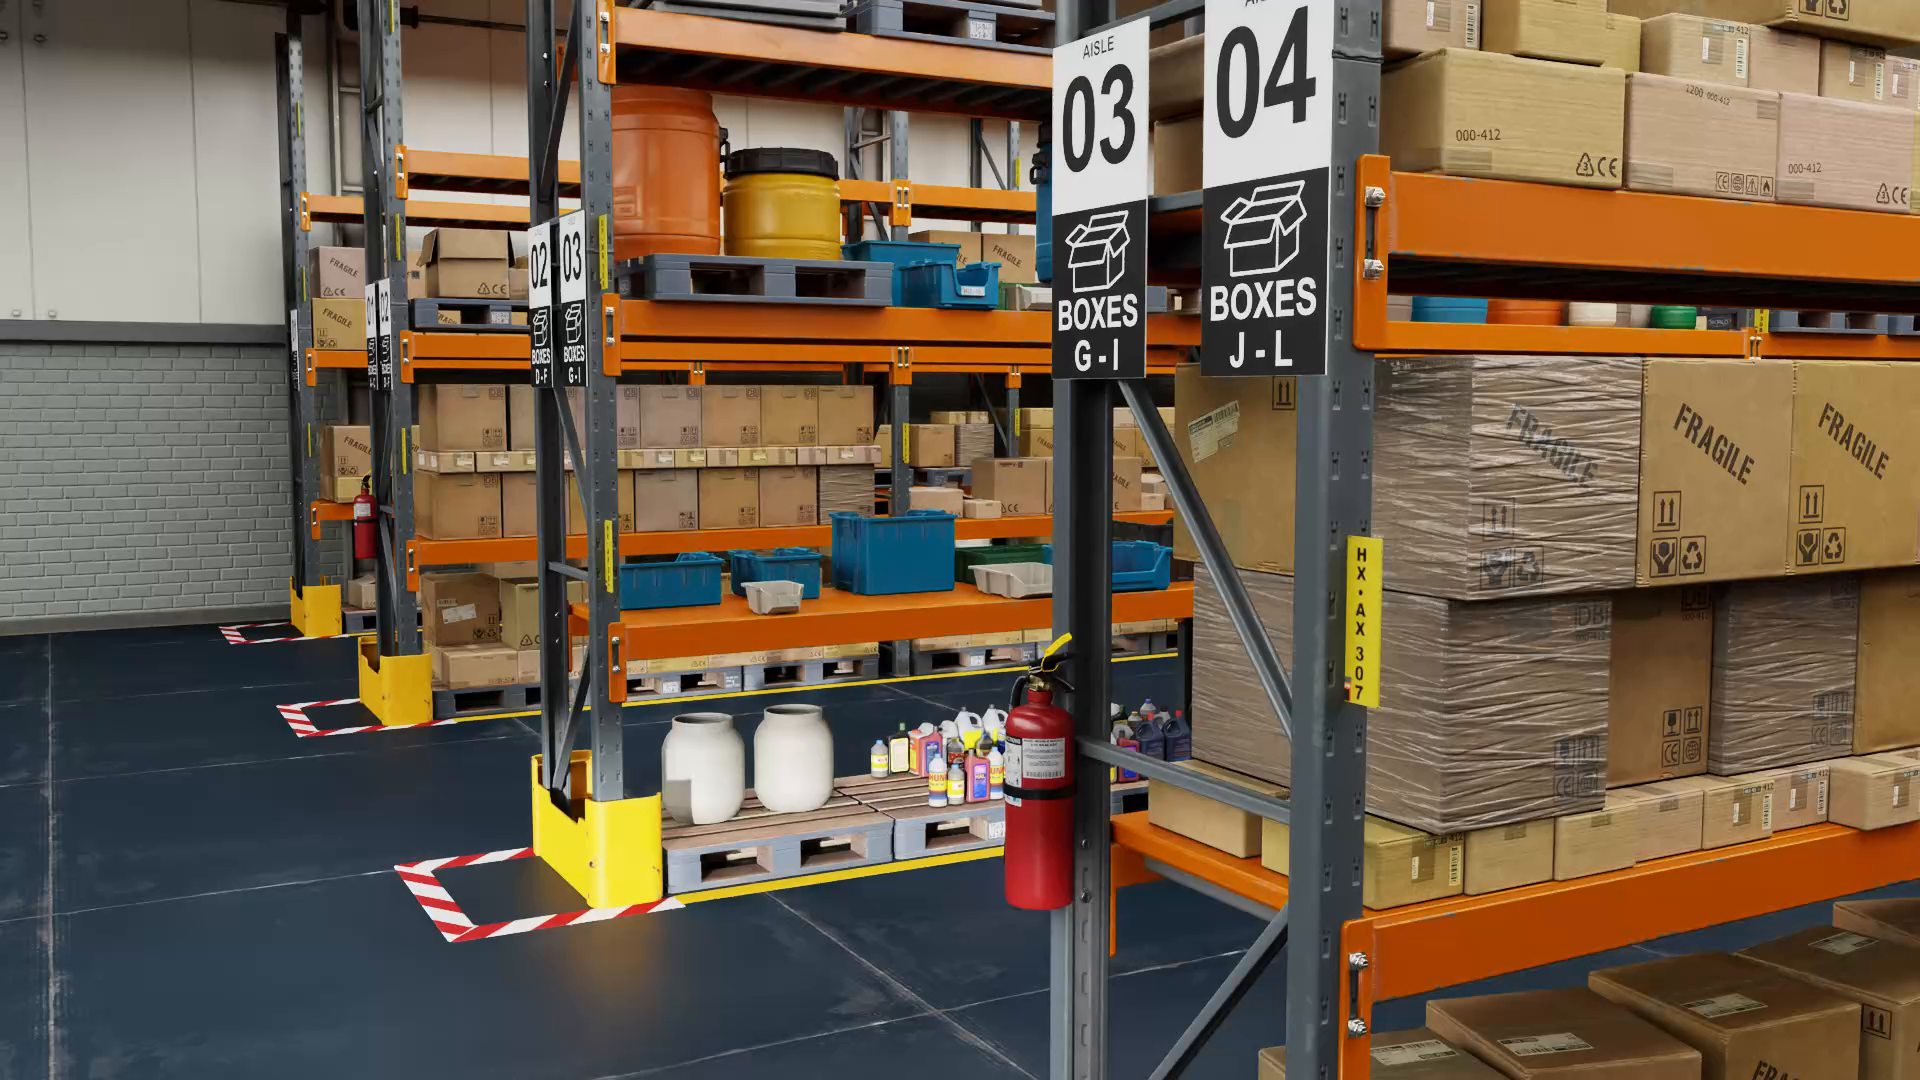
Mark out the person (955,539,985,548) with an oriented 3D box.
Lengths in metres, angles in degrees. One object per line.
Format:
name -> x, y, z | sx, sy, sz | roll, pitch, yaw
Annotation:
person -> -0.015, 0.259, 18.457 | 0.565, 1.028, 0.914 | -3, 6, -29
